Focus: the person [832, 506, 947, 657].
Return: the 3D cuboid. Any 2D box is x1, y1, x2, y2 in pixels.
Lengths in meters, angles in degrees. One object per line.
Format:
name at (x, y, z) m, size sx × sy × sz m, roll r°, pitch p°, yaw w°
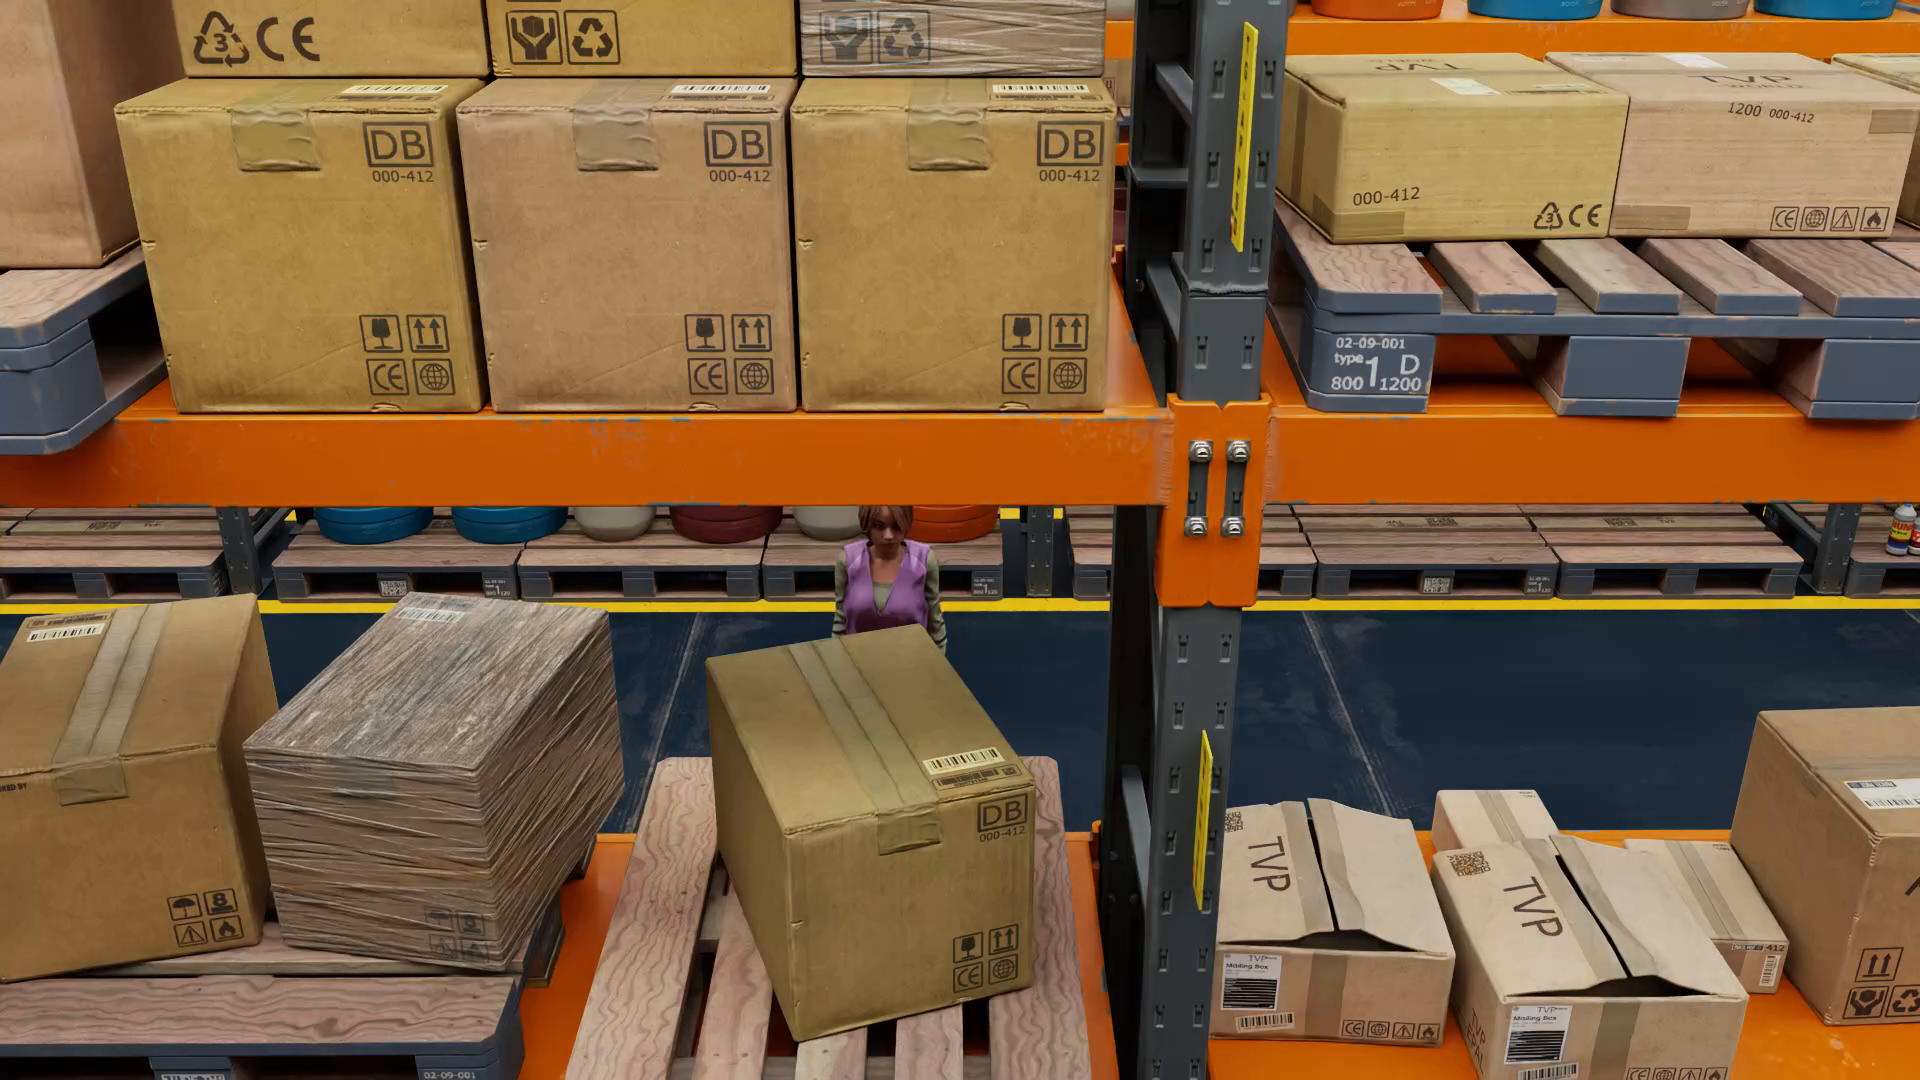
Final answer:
person at (-0.247, 0.547, 5.932) m, size 0.406 × 1.585 × 0.304 m, roll 0°, pitch 24°, yaw 1°
